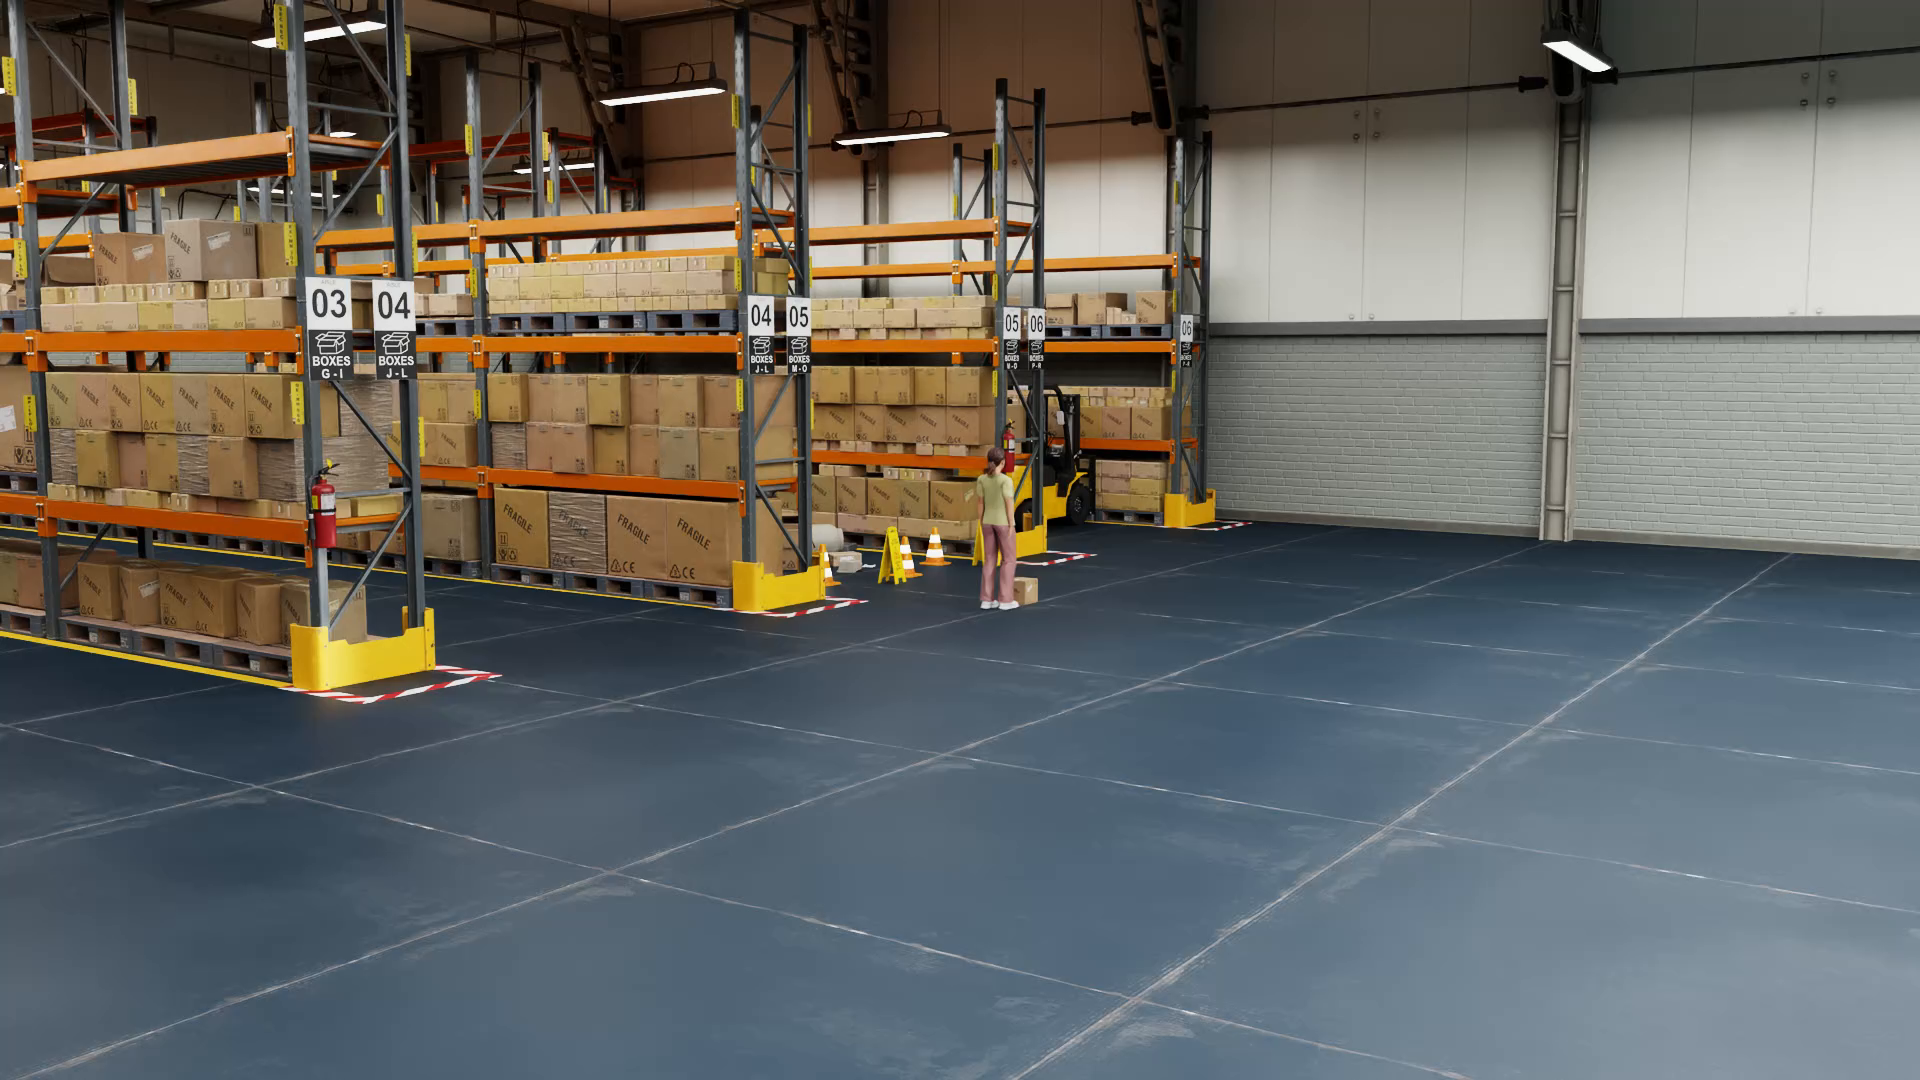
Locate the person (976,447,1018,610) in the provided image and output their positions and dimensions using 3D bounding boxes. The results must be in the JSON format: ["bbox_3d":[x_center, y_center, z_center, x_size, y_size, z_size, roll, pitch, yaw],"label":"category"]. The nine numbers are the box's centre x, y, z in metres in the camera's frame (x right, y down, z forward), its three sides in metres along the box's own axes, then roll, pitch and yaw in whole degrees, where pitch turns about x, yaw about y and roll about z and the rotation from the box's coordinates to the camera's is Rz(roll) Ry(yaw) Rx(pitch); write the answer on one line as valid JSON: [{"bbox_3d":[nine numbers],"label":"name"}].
[{"bbox_3d":[0.382,-0.122,17.106,0.439,1.668,0.370,4,8,35],"label":"person"}]
